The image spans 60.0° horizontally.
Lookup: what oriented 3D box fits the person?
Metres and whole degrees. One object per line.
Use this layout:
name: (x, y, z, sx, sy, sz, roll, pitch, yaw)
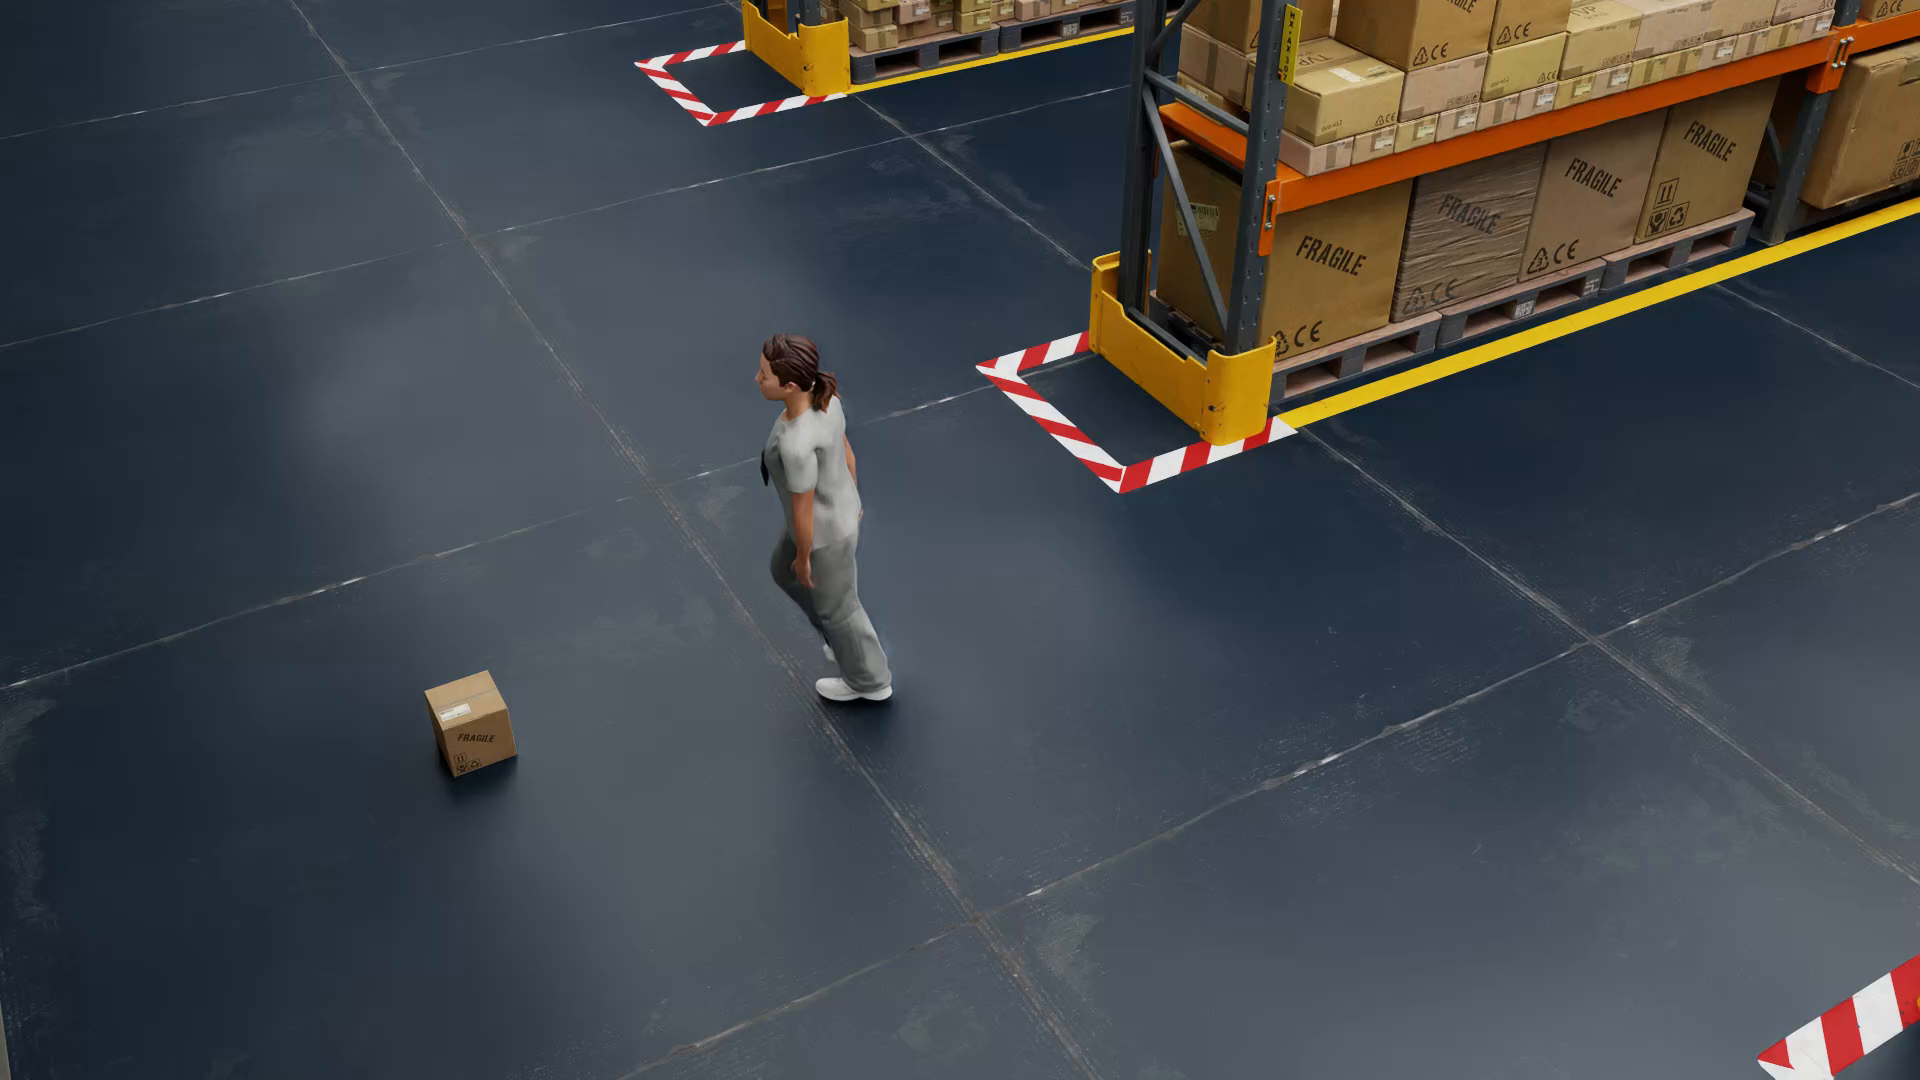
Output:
person: (-0.515, -0.044, 6.185, 0.487, 1.654, 0.482, 3, 37, 4)
